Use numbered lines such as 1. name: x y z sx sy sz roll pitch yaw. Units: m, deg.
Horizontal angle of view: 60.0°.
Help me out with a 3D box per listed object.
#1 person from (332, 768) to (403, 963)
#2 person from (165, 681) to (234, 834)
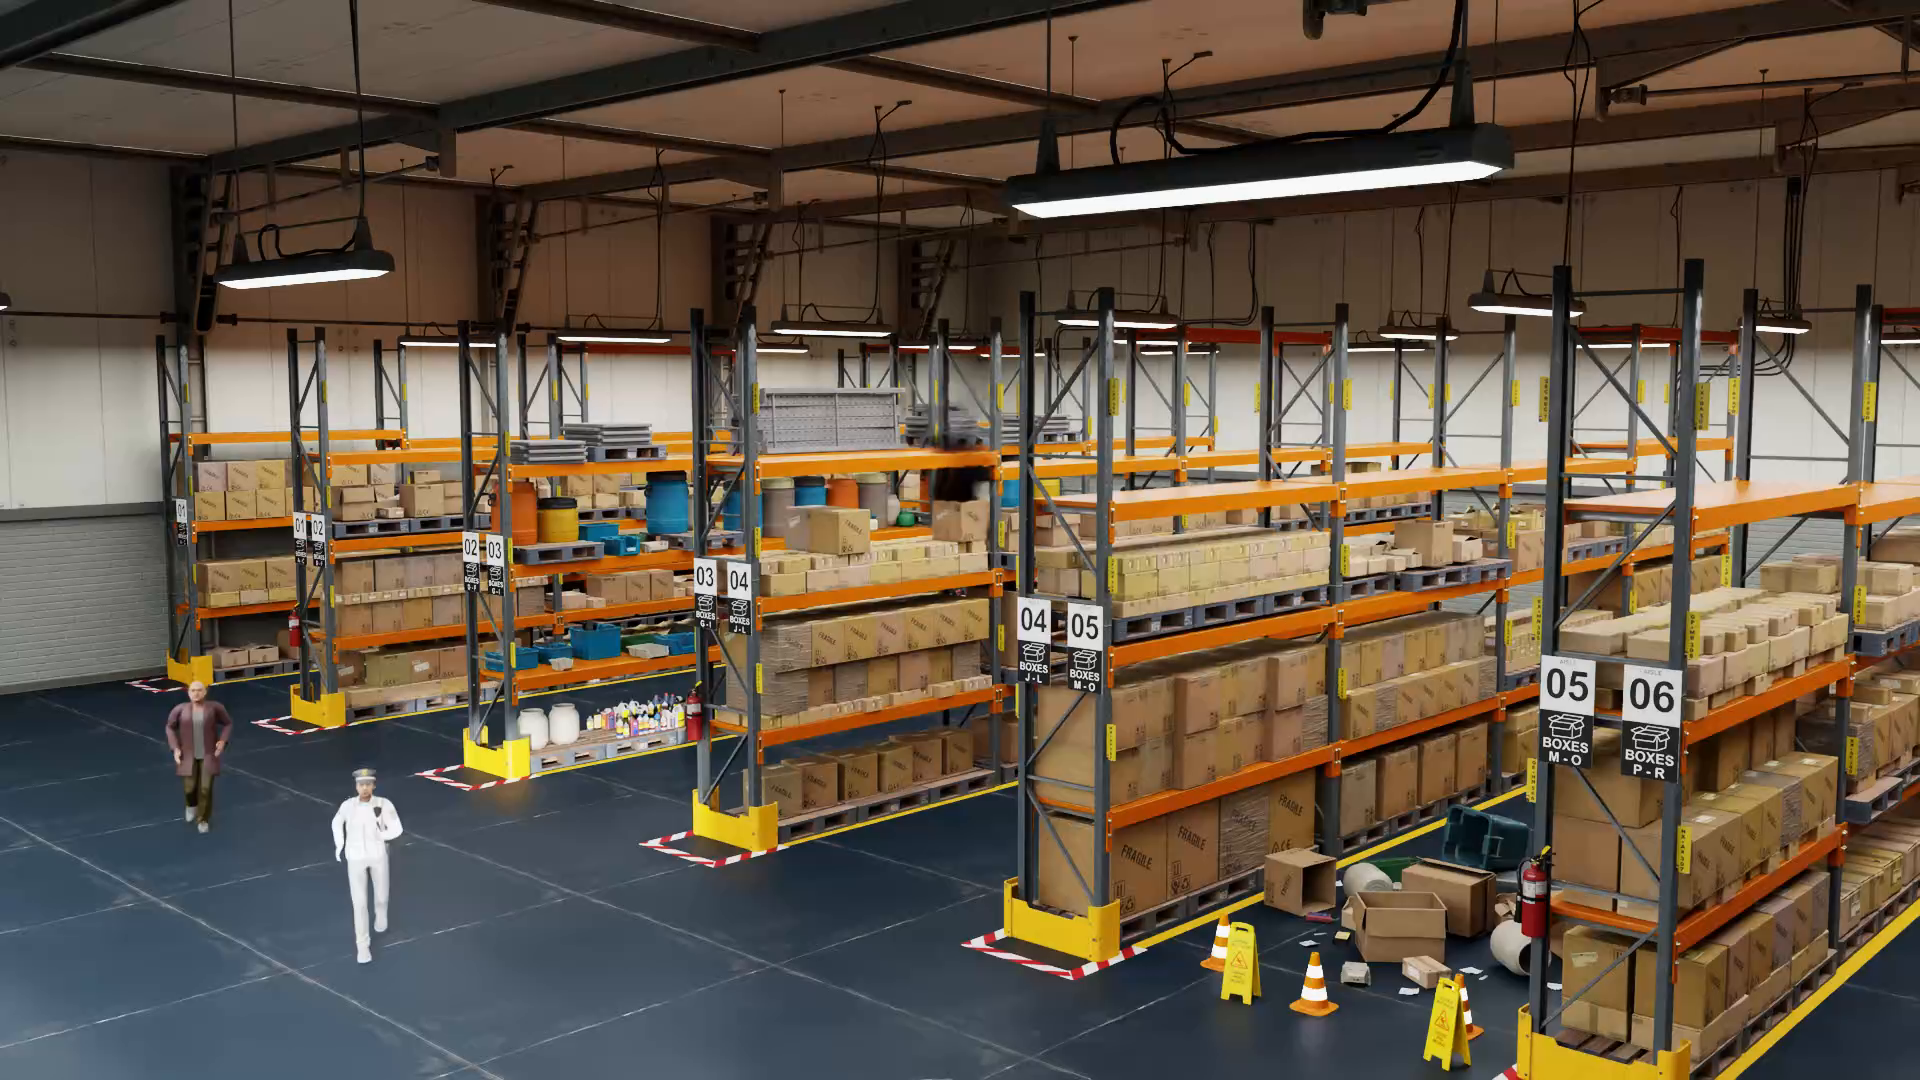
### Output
1. person: -5.387 2.889 15.124 0.618 1.672 0.931 -2 6 -17
2. person: -8.803 2.492 19.291 0.731 1.750 0.635 -2 6 -23
